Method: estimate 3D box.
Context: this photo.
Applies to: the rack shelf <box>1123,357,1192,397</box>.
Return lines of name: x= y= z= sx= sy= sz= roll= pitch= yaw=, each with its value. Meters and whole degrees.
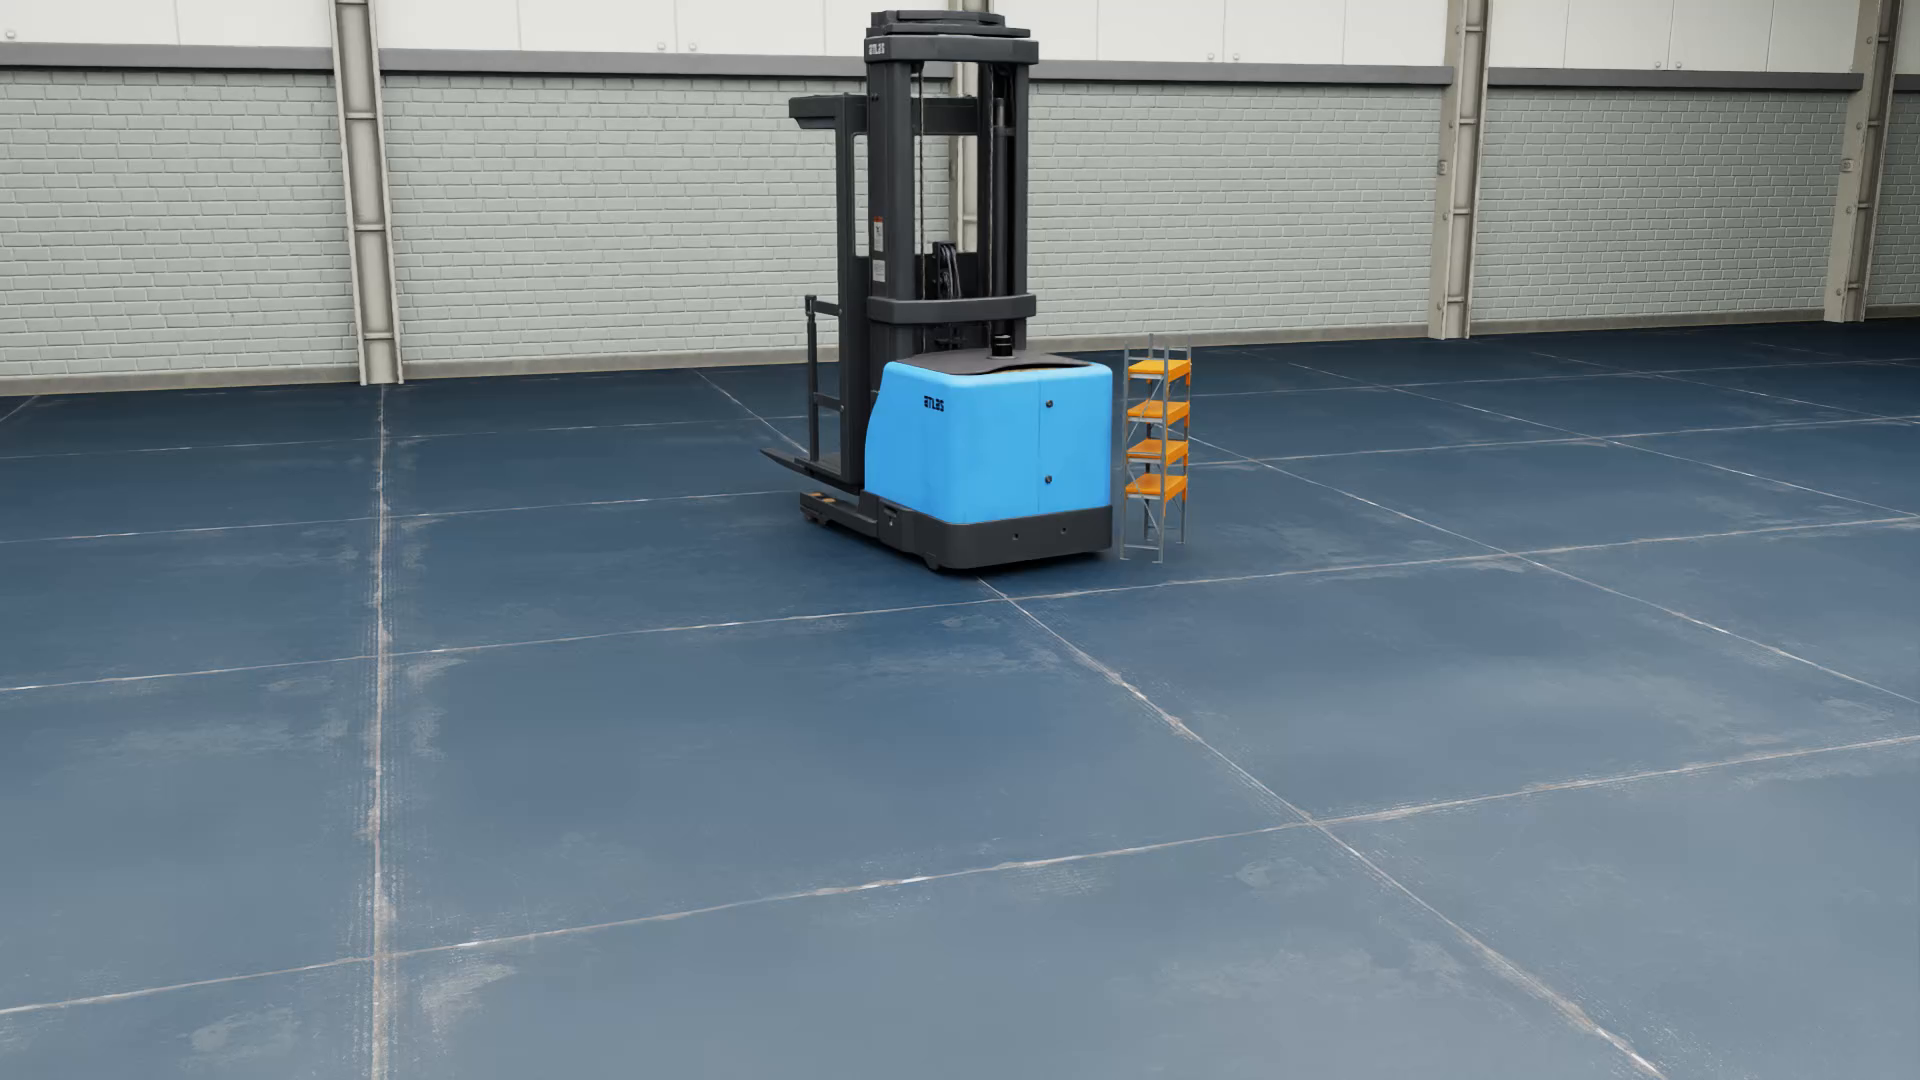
rack shelf: x=1.087 y=-0.900 z=9.136 sx=0.258 sy=0.148 sz=0.480 roll=5 pitch=14 yaw=21

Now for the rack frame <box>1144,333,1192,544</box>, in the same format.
rack frame: x=1.177 y=-0.570 z=9.448 sx=0.240 sy=1.200 sz=0.015 roll=5 pitch=14 yaw=21

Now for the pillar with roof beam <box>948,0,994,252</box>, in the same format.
pillar with roof beam: x=1.485 y=-5.400 z=12.898 sx=0.400 sy=9.000 sz=9.100 roll=-4 pitch=14 yaw=-18

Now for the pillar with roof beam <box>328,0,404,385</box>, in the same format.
pillar with roof beam: x=-4.201 y=-4.957 z=11.036 sx=0.400 sy=9.000 sz=9.100 roll=-4 pitch=14 yaw=-18

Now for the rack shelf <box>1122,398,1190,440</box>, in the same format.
rack shelf: x=1.087 y=-0.670 z=9.191 sx=0.258 sy=0.148 sz=0.480 roll=5 pitch=14 yaw=21

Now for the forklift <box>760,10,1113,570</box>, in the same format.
forklift: x=-0.323 y=-1.559 z=9.865 sx=1.130 sy=2.935 sz=3.031 roll=-7 pitch=15 yaw=-29

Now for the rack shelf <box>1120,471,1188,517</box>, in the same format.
rack shelf: x=1.087 y=-0.259 z=9.289 sx=0.258 sy=0.148 sz=0.480 roll=5 pitch=14 yaw=21

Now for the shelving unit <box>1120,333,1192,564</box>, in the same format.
shelving unit: x=1.087 y=-0.518 z=9.227 sx=0.258 sy=1.200 sz=0.503 roll=5 pitch=14 yaw=21

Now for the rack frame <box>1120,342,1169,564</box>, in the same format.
rack frame: x=0.996 y=-0.465 z=9.007 sx=0.240 sy=1.200 sz=0.015 roll=5 pitch=14 yaw=21

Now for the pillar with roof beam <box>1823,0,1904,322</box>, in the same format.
pillar with roof beam: x=12.859 y=-6.285 z=16.621 sx=0.400 sy=9.000 sz=9.100 roll=-4 pitch=14 yaw=-18

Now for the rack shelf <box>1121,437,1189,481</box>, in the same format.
rack shelf: x=1.087 y=-0.452 z=9.243 sx=0.258 sy=0.148 sz=0.480 roll=5 pitch=14 yaw=21

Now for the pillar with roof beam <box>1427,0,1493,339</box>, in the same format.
pillar with roof beam: x=7.172 y=-5.843 z=14.759 sx=0.400 sy=9.000 sz=9.100 roll=-4 pitch=14 yaw=-18
